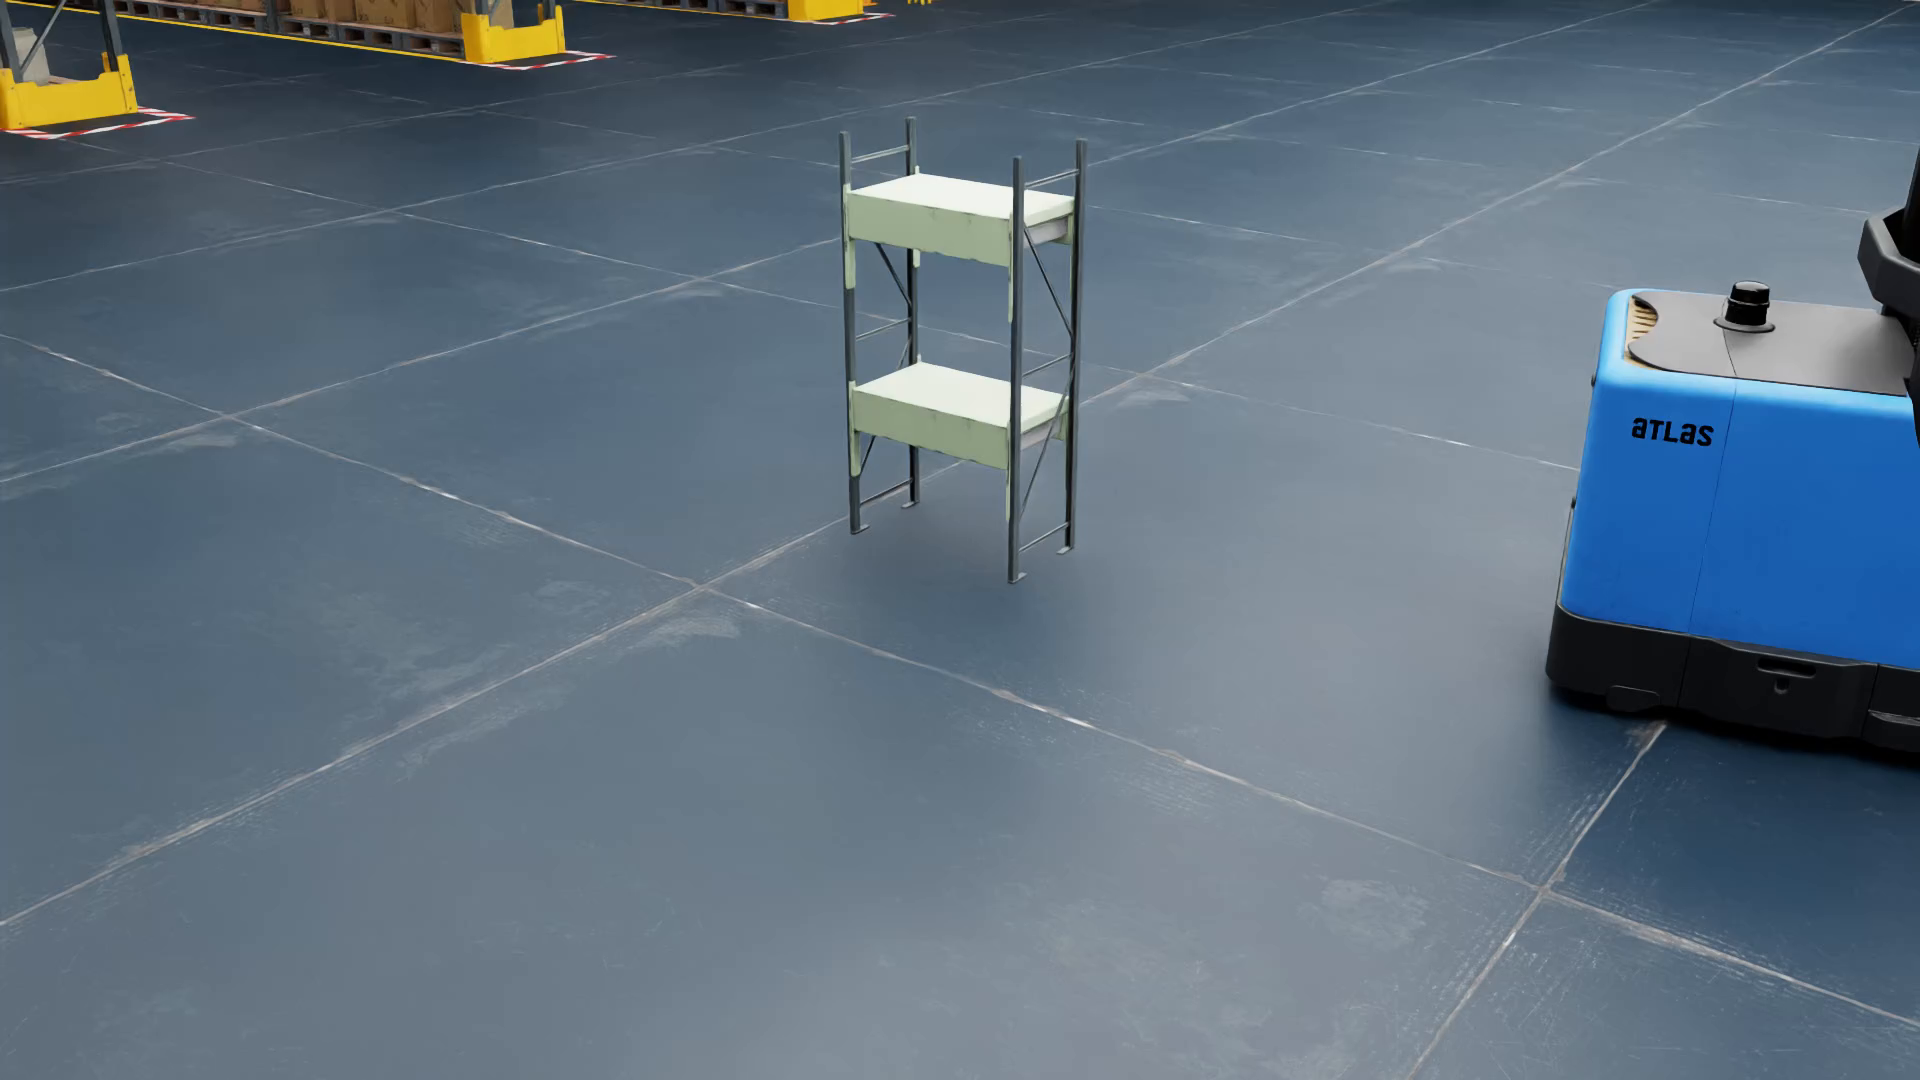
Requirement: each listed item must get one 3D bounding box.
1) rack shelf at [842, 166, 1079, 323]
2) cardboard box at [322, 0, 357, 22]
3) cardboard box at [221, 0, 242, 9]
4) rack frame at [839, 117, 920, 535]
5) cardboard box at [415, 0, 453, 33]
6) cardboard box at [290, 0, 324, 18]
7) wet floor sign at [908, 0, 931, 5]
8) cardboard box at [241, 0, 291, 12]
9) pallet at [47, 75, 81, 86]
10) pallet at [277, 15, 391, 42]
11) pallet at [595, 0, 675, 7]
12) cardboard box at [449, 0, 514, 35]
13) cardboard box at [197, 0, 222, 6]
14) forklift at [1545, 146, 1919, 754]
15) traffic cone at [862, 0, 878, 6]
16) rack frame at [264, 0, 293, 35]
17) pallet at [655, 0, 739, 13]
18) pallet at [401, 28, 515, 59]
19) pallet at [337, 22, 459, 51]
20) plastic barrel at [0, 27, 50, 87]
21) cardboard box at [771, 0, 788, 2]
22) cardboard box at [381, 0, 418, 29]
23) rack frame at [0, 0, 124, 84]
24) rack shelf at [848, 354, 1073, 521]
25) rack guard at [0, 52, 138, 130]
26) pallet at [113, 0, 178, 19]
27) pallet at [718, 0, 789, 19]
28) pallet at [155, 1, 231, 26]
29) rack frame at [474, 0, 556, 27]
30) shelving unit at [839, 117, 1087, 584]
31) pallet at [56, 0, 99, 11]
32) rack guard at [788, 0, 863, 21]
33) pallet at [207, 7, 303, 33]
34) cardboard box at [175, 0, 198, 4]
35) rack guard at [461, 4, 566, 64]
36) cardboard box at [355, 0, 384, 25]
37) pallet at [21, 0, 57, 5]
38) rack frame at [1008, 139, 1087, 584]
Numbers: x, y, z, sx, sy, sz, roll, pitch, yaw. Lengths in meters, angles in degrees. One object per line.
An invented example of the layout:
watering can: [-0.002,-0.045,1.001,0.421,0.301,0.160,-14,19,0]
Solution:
rack shelf: [0.005,-1.042,5.787,0.720,0.370,0.431,17,29,33]
cardboard box: [-7.278,-6.465,19.783,0.500,0.500,0.500,-16,28,-31]
cardboard box: [-8.886,-6.997,20.964,0.500,0.500,0.700,17,29,33]
rack frame: [-0.288,-0.773,6.145,0.023,1.500,0.400,17,29,33]
cardboard box: [-5.825,-6.033,18.803,0.500,0.500,0.500,-17,29,-34]
cardboard box: [-7.741,-6.601,20.091,0.500,0.500,0.500,16,28,32]
wet floor sign: [-0.570,-7.826,23.211,0.232,0.644,0.267,12,26,24]
cardboard box: [-8.515,-6.875,20.689,0.500,0.500,0.700,14,28,29]
pallet: [-8.542,-4.023,15.118,1.213,0.211,1.003,17,29,33]
pallet: [-7.478,-6.235,20.140,1.213,0.211,1.003,17,29,33]
pallet: [-4.420,-7.753,23.585,1.213,0.211,1.003,17,29,33]
cardboard box: [-5.326,-5.900,18.500,0.500,0.500,0.500,-20,31,-38]
cardboard box: [-9.333,-7.132,21.271,0.500,0.500,0.700,14,27,29]
forklift: [3.378,-0.805,4.441,3.031,2.935,1.130,9,25,20]
traffic cone: [-1.354,-7.697,23.145,0.334,0.463,0.336,17,29,33]
rack frame: [-8.037,-7.663,19.921,0.127,3.000,1.000,17,29,33]
pallet: [-3.439,-7.458,22.916,1.213,0.211,1.003,17,29,33]
pallet: [-5.526,-5.645,18.801,1.213,0.211,1.003,17,29,33]
pallet: [-6.498,-5.941,19.471,1.213,0.211,1.003,17,29,33]
plastic barrel: [-8.379,-4.285,14.821,0.421,0.512,0.421,0,24,0]
cardboard box: [-2.363,-7.634,21.970,0.875,0.875,0.875,17,29,34]
cardboard box: [-6.314,-6.191,19.160,0.500,0.500,0.500,20,31,38]
rack frame: [-7.807,-5.097,14.099,0.127,3.000,1.000,17,29,33]
rack shelf: [0.005,-0.386,6.075,0.720,0.370,0.431,17,29,33]
rack guard: [-7.896,-3.957,14.610,0.348,0.500,1.175,17,29,33]
pallet: [-10.613,-7.164,22.248,1.213,0.211,1.003,17,29,33]
pallet: [-2.467,-7.163,22.246,1.213,0.211,1.003,17,29,33]
pallet: [-9.641,-6.869,21.578,1.213,0.211,1.003,17,29,33]
rack frame: [-4.836,-6.695,17.725,0.127,3.000,1.000,17,29,33]
shelving unit: [0.005,-0.685,5.944,0.755,1.500,0.431,17,29,33]
pallet: [-11.823,-7.569,23.166,1.213,0.211,1.003,17,29,33]
rack guard: [-1.761,-7.121,21.793,0.348,0.500,1.175,17,29,33]
pallet: [-8.661,-6.574,20.909,1.213,0.211,1.003,17,29,33]
cardboard box: [-9.780,-7.267,21.577,0.500,0.500,0.700,20,31,38]
rack guard: [-4.897,-5.570,18.271,0.348,0.500,1.175,17,29,33]
cardboard box: [-6.734,-6.340,19.499,0.500,0.500,0.500,14,27,29]
pallet: [-12.795,-7.864,23.836,1.213,0.211,1.003,17,29,33]
rack frame: [0.298,-0.596,5.743,0.023,1.500,0.400,17,29,33]
